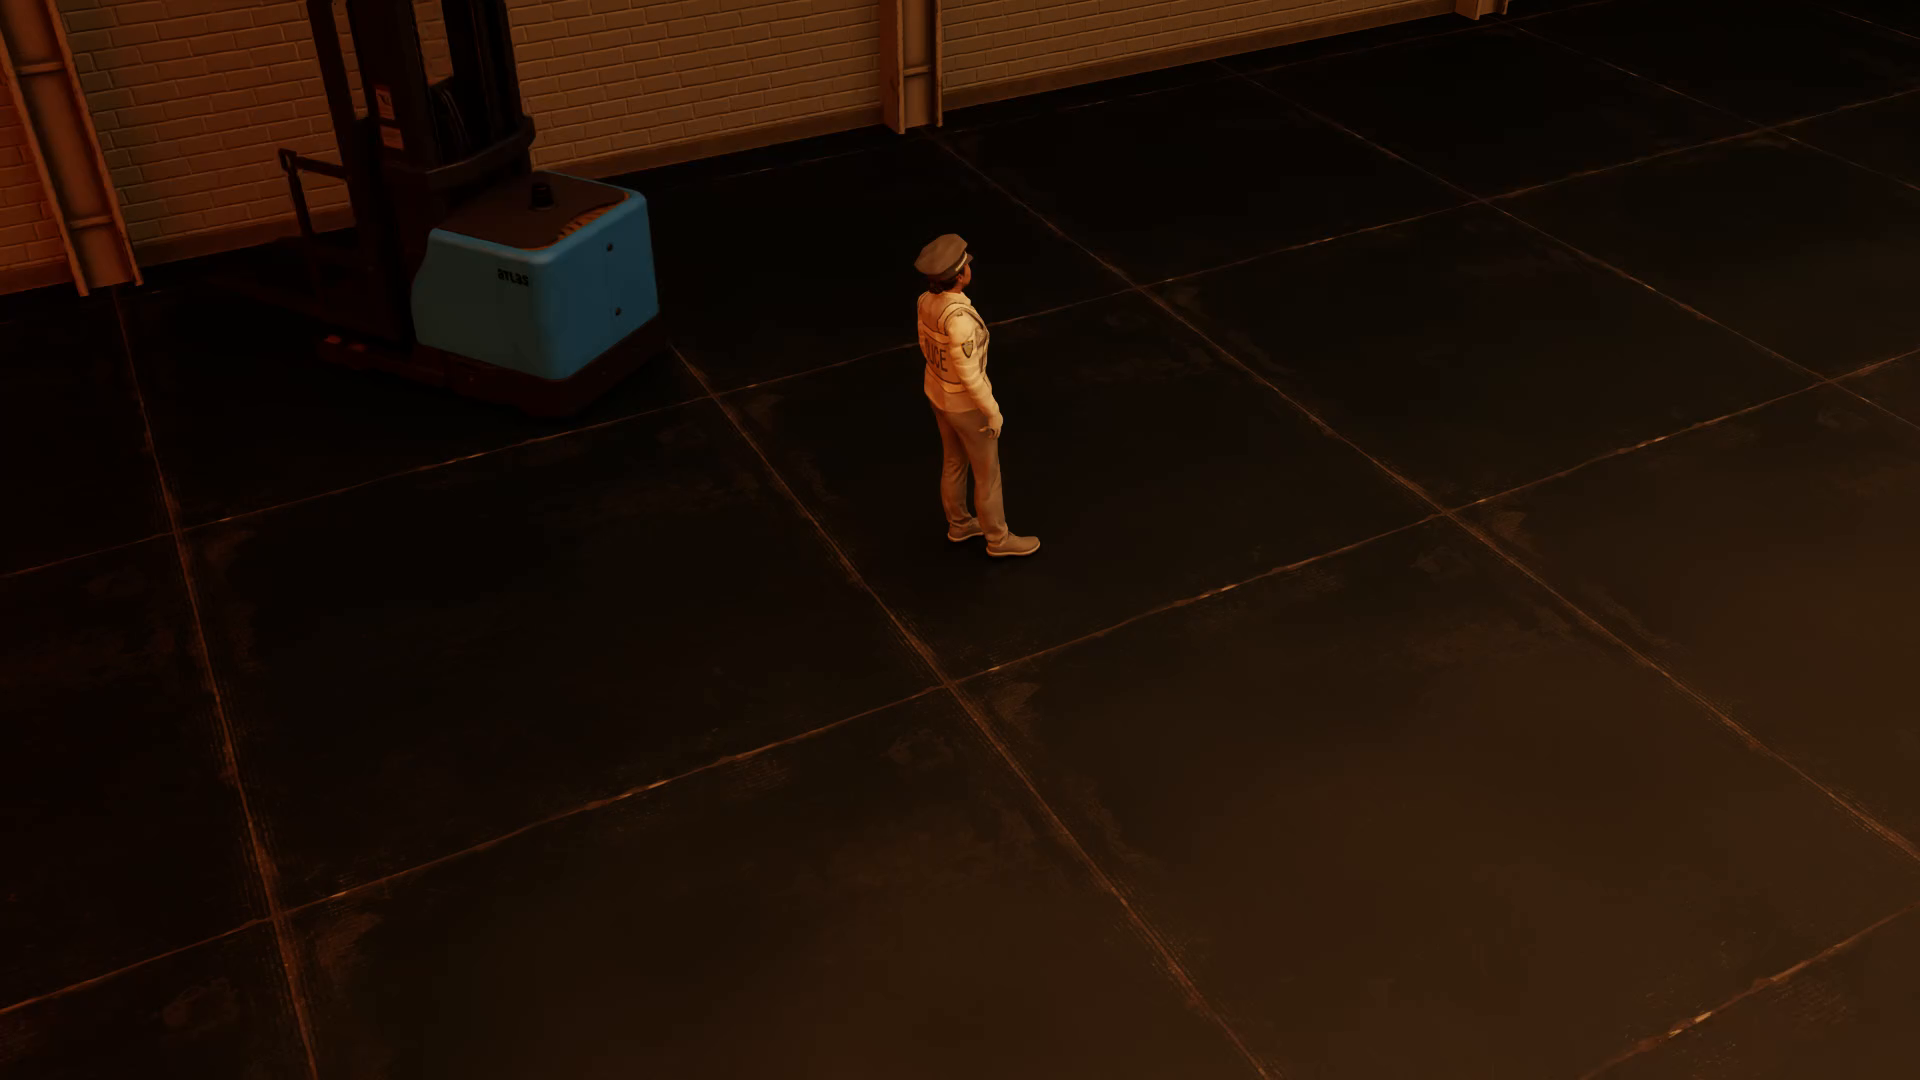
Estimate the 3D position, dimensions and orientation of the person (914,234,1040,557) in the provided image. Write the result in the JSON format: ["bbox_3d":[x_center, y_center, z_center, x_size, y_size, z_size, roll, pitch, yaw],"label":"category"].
[{"bbox_3d":[0.064,-0.713,8.190,0.530,1.694,0.586,-17,39,-23],"label":"person"}]

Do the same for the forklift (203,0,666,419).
[{"bbox_3d":[-3.358,-2.483,9.635,3.031,2.935,1.130,16,38,22],"label":"forklift"}]
